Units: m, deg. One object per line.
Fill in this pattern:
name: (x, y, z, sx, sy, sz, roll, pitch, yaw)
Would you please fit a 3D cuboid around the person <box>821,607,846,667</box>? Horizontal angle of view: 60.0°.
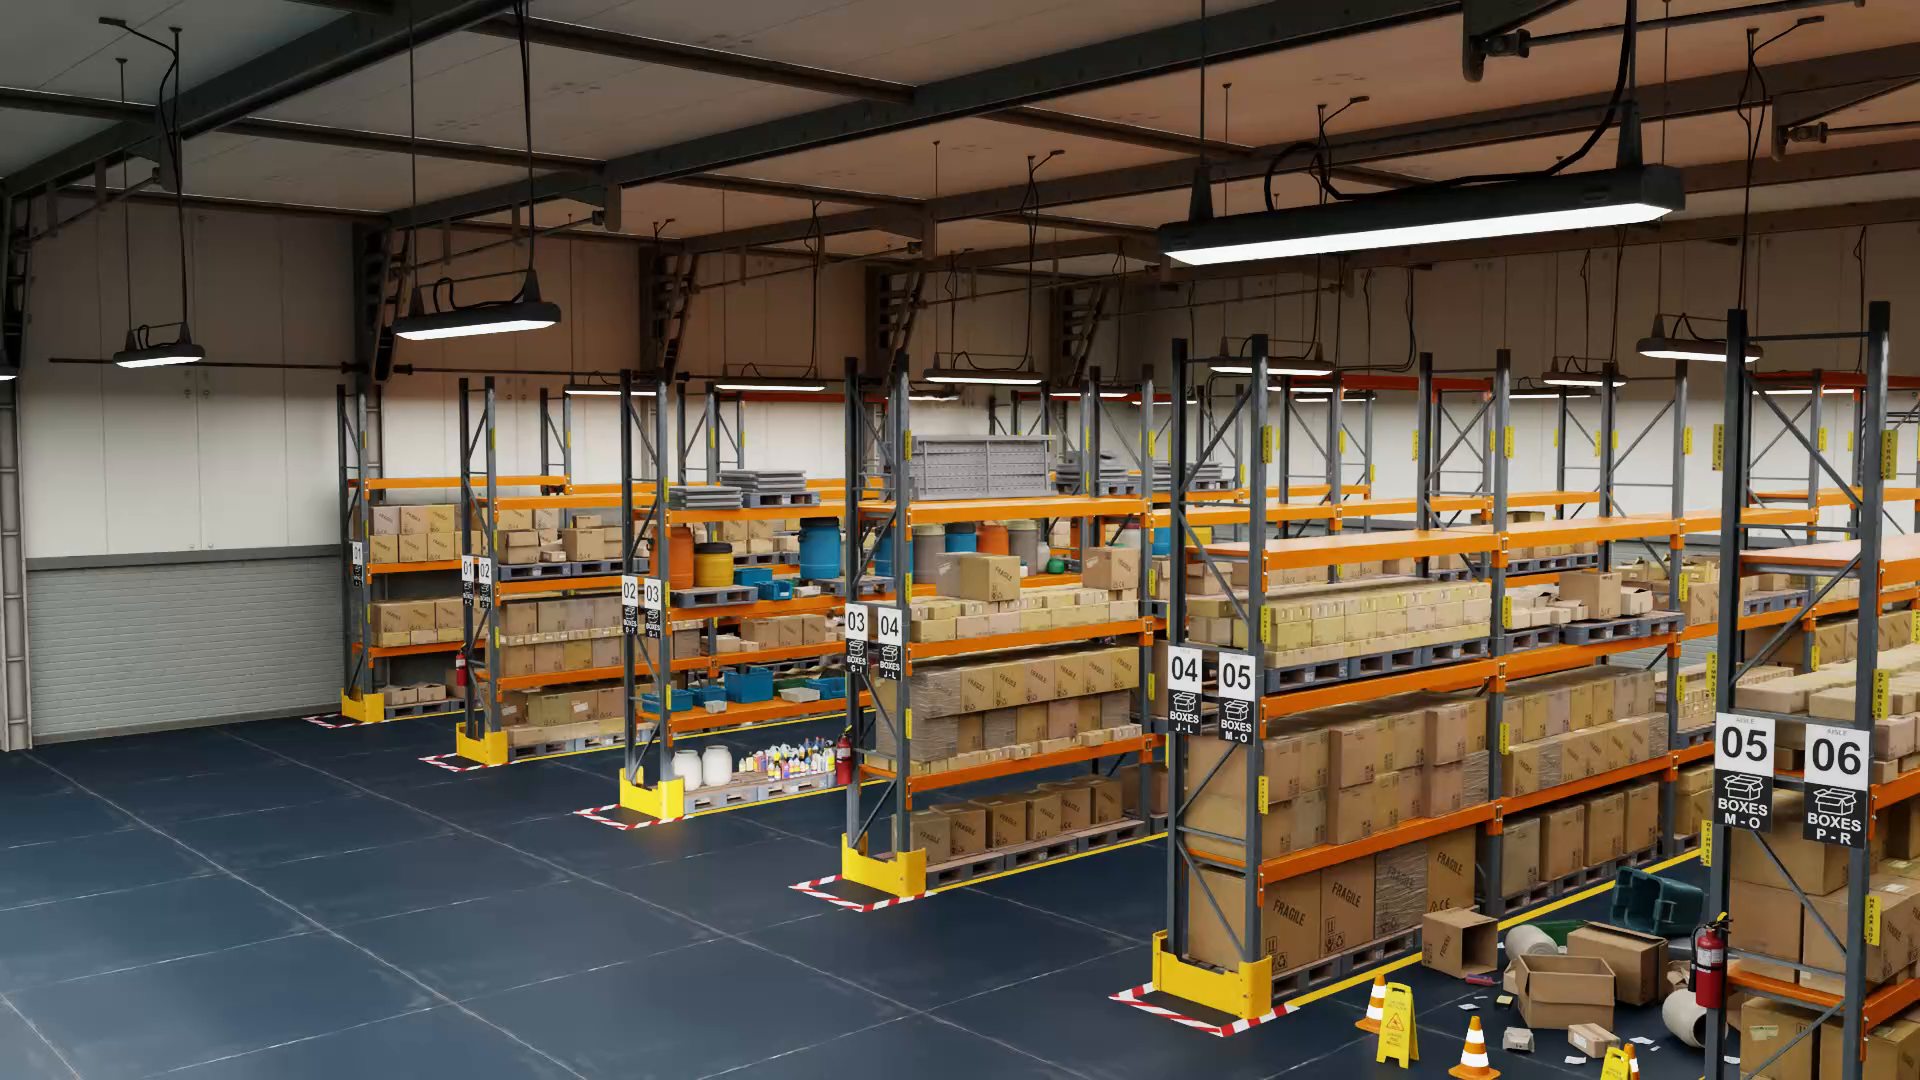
person: (-2.611, 2.133, 32.749, 0.642, 1.782, 0.662, -3, 5, -43)
